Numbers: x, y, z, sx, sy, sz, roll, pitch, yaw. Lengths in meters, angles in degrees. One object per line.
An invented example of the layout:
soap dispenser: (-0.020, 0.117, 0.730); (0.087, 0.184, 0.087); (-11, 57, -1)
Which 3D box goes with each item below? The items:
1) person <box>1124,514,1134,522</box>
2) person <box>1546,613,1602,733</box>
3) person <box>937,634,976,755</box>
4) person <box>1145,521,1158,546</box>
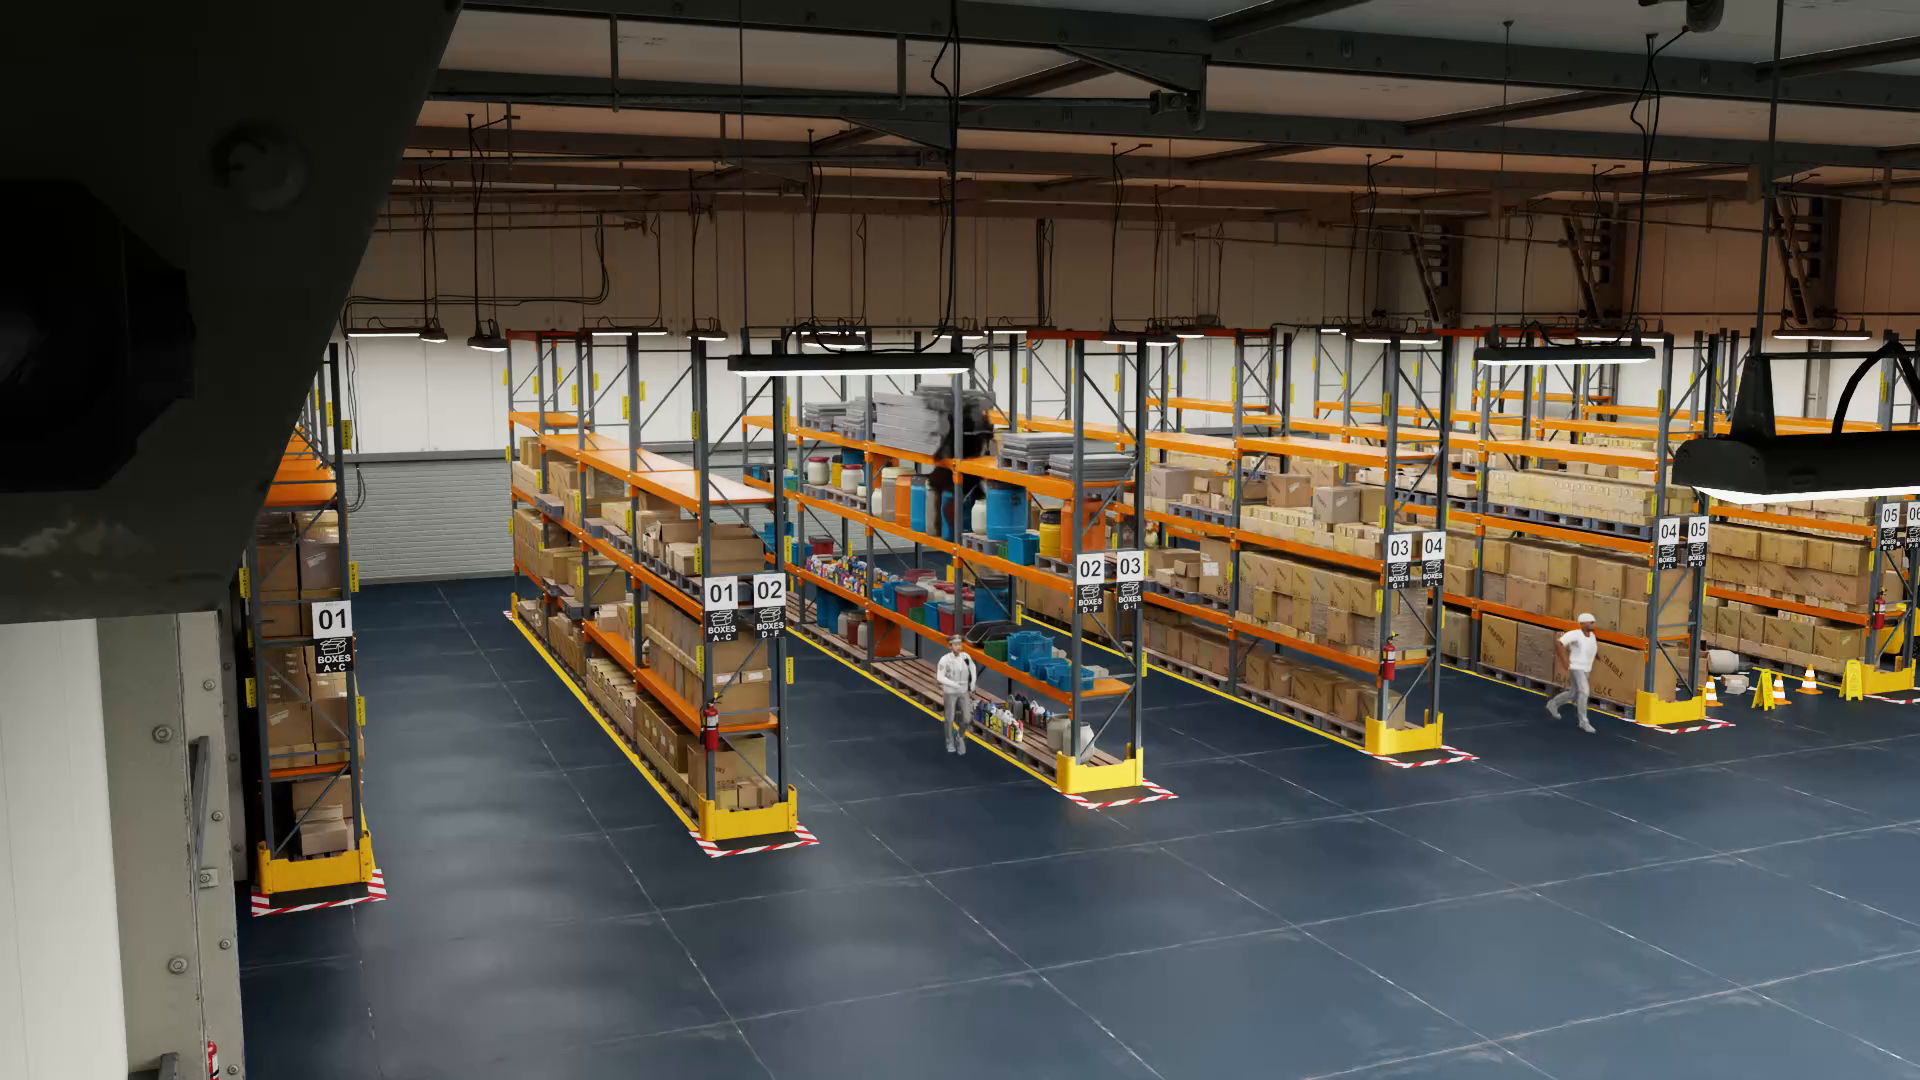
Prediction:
person: (4.153, -0.202, 41.699); (0.934, 1.784, 0.758); (0, 8, 1)
person: (9.532, 1.988, 25.601); (0.737, 1.743, 0.962); (-6, 10, -38)
person: (-0.015, 2.129, 22.812); (0.635, 1.723, 0.618); (-3, 8, -20)
person: (4.252, 0.407, 37.520); (0.562, 1.725, 0.768); (-3, 8, -20)
